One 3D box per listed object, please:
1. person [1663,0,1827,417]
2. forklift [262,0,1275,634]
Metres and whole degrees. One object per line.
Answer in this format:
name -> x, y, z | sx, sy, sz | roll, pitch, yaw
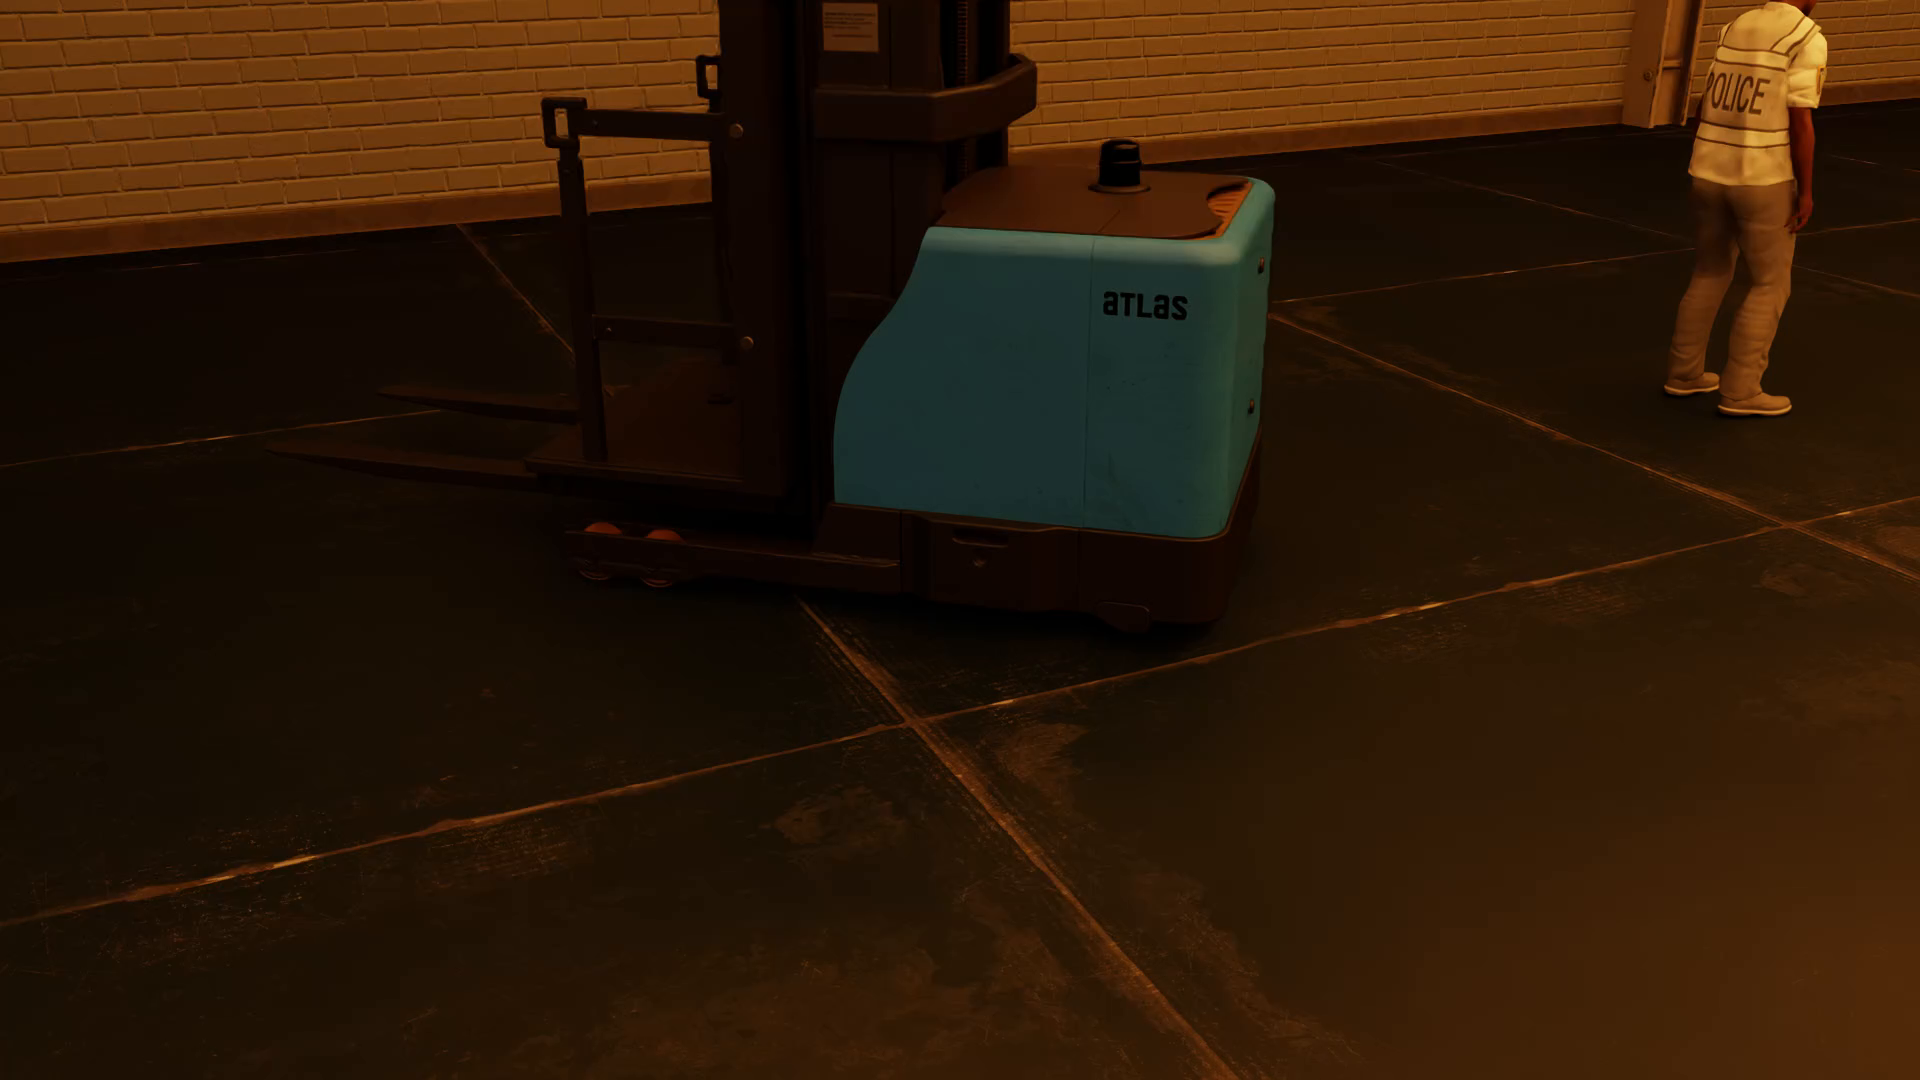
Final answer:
person -> 2.889, -1.296, 6.074 | 0.393, 1.658, 0.502 | -10, 25, -24
forklift -> -0.644, -1.403, 4.663 | 3.031, 2.935, 1.130 | 6, 23, 14
